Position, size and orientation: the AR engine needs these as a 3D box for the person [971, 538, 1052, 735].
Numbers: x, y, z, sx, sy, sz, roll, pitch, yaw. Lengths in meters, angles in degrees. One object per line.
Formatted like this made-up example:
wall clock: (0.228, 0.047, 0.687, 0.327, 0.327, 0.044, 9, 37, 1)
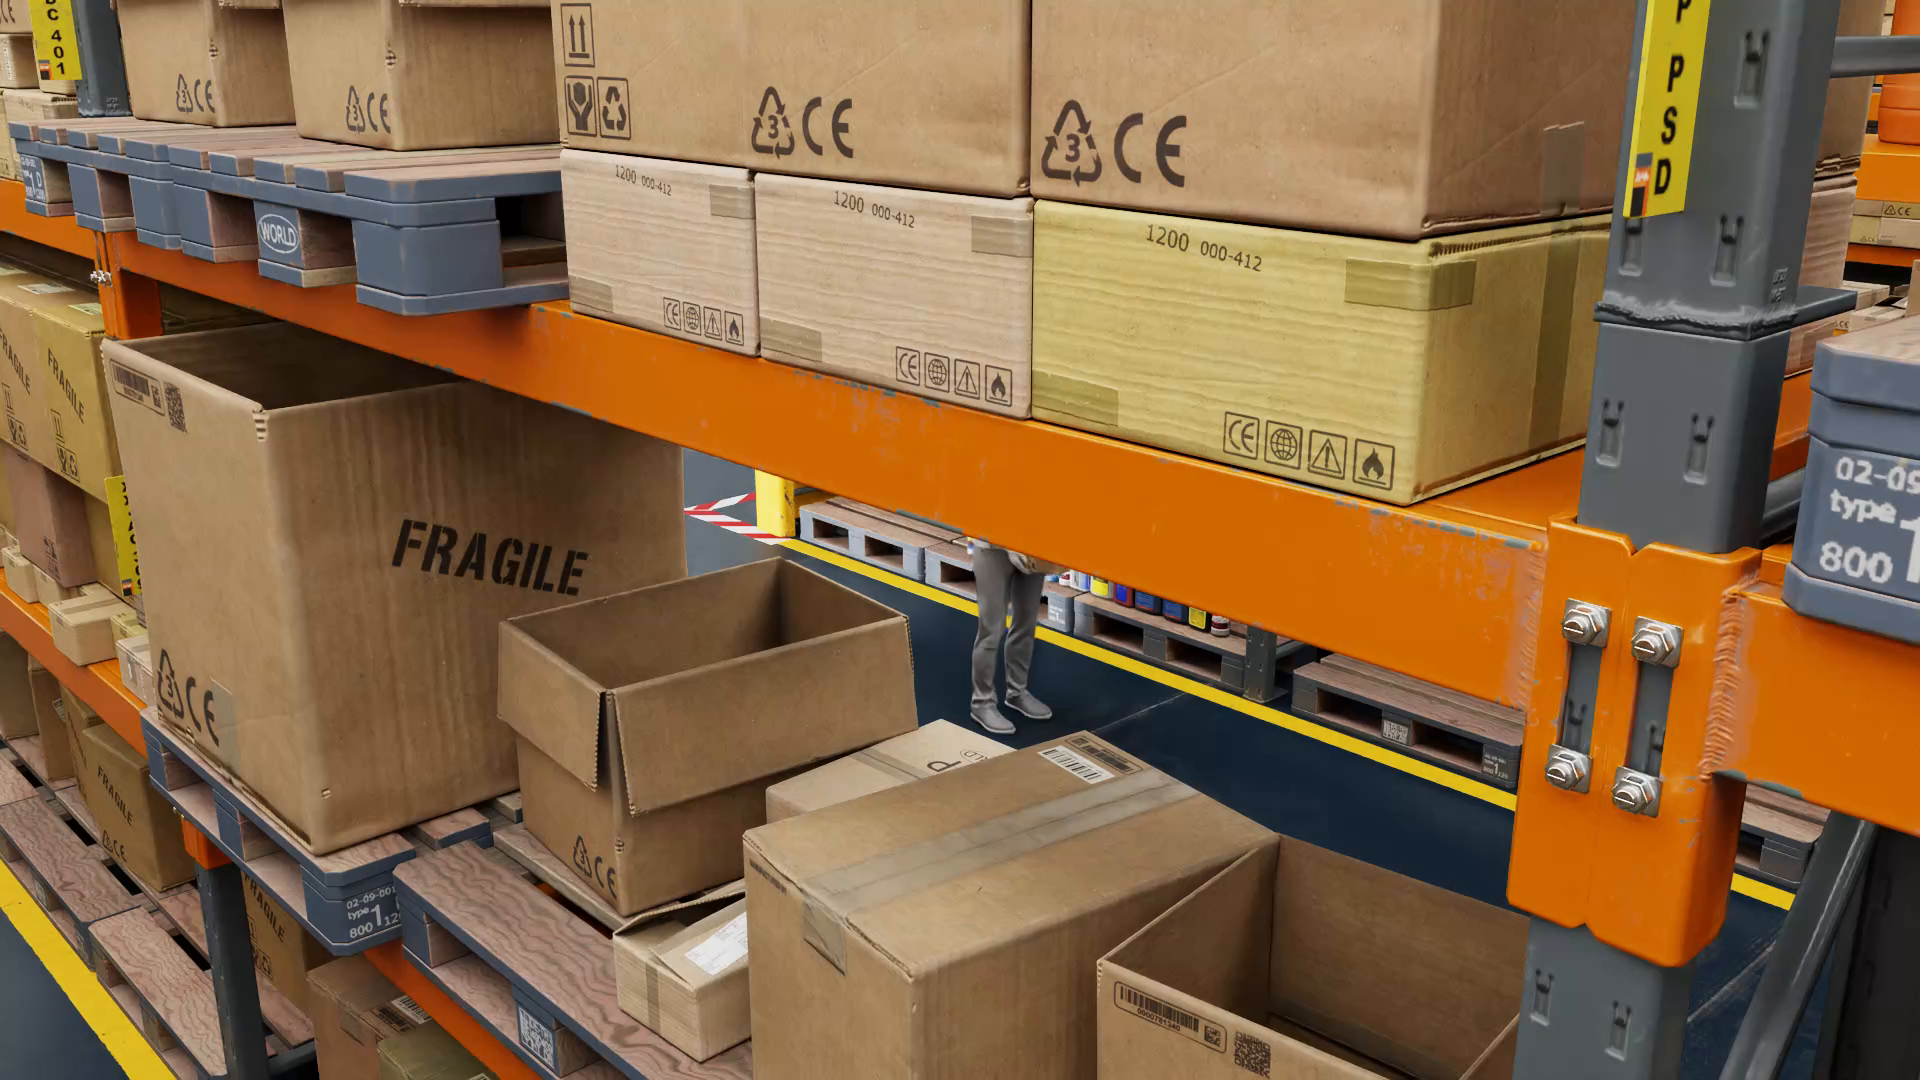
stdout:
person: (0.277, 0.054, 7.813, 0.469, 1.699, 0.548, -10, 20, -29)
